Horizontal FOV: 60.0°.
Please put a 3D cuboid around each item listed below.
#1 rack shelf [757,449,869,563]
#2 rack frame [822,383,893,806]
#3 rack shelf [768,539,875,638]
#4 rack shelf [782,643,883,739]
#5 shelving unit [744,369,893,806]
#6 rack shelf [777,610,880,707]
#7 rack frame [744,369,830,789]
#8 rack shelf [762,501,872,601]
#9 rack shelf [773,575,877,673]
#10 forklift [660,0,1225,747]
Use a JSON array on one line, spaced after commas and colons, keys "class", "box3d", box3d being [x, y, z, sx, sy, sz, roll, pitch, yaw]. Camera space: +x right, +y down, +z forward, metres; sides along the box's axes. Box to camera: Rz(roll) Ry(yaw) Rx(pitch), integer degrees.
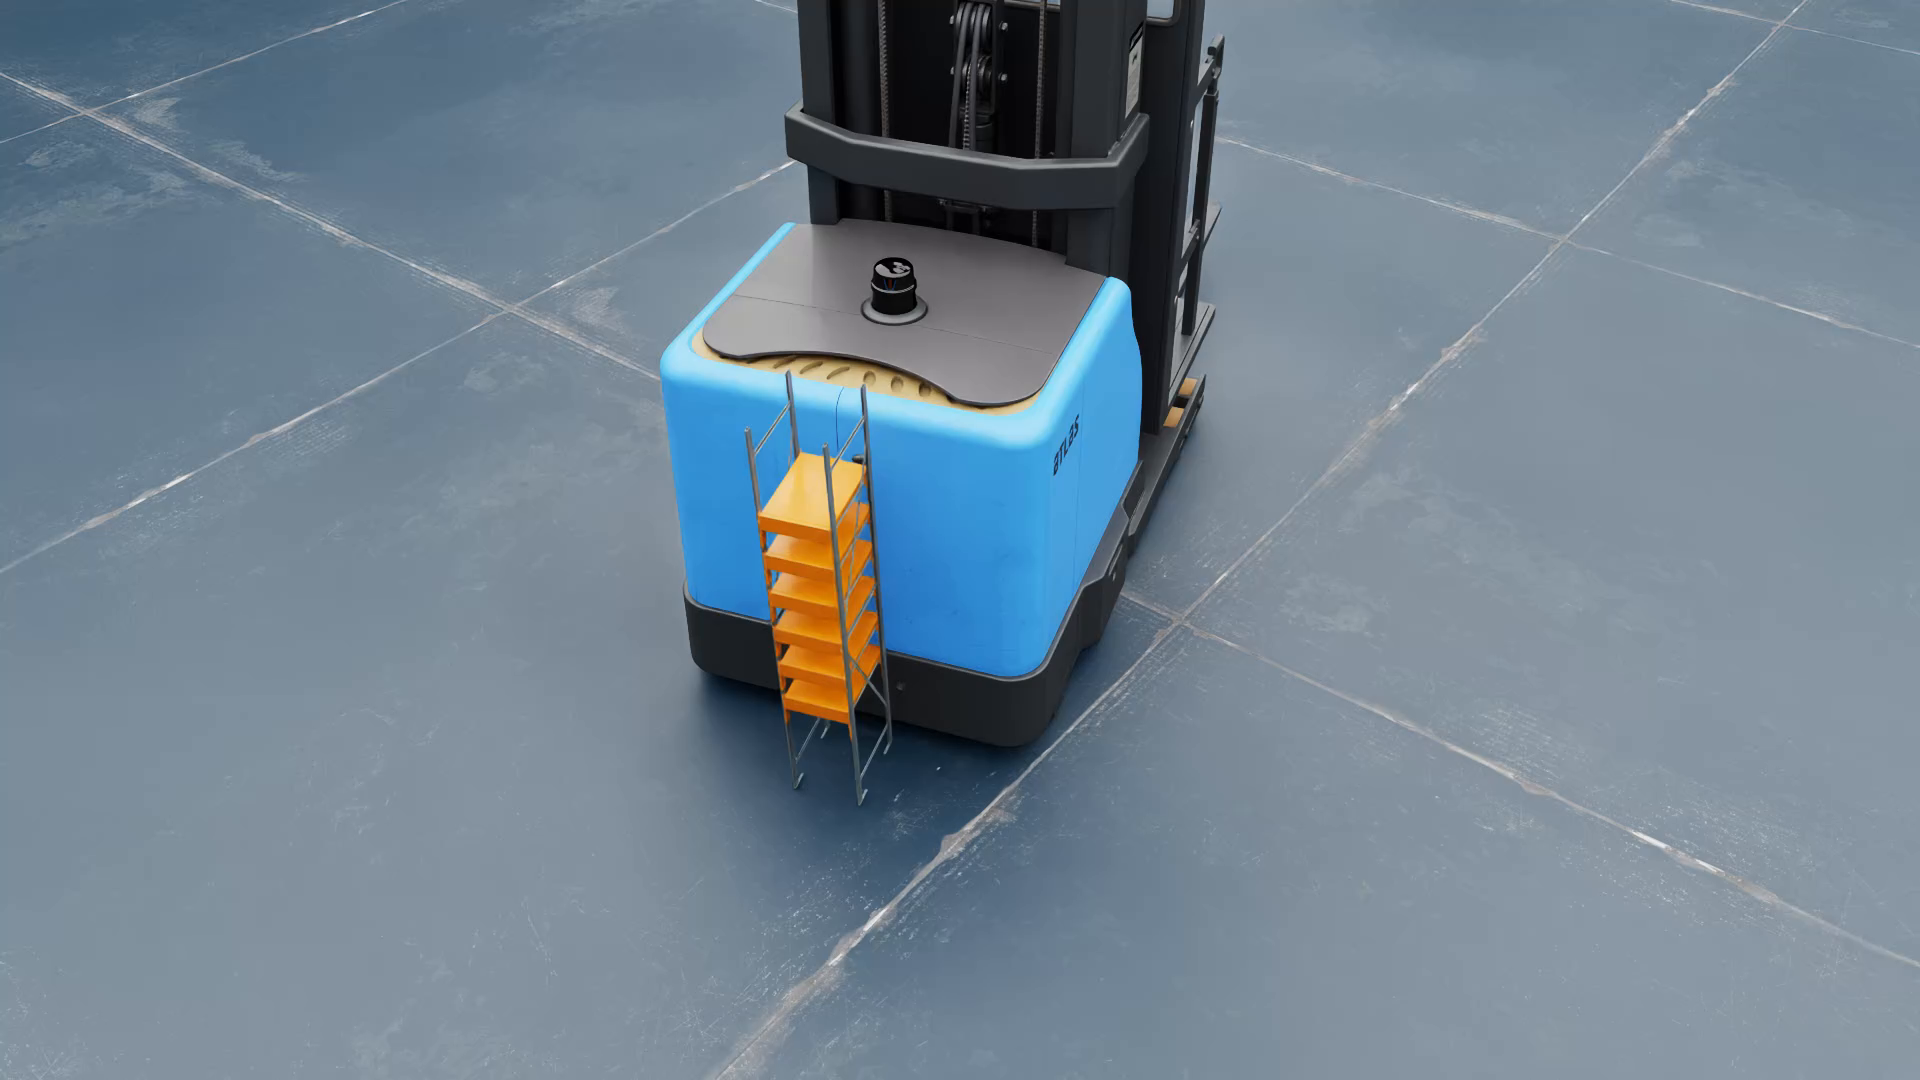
[{"class": "rack shelf", "box3d": [-0.333, -0.081, 3.856, 0.180, 0.103, 0.258, 12, 43, 15]}, {"class": "rack frame", "box3d": [-0.239, 0.173, 4.042, 0.006, 1.200, 0.240, 12, 43, 15]}, {"class": "rack shelf", "box3d": [-0.327, 0.098, 4.016, 0.180, 0.103, 0.258, 12, 43, 15]}, {"class": "rack shelf", "box3d": [-0.319, 0.367, 4.255, 0.180, 0.103, 0.258, 12, 43, 15]}, {"class": "shelving unit", "box3d": [-0.326, 0.155, 4.066, 0.189, 1.200, 0.258, 12, 43, 15]}, {"class": "rack shelf", "box3d": [-0.322, 0.277, 4.175, 0.180, 0.103, 0.258, 12, 43, 15]}, {"class": "rack frame", "box3d": [-0.412, 0.136, 4.089, 0.006, 1.200, 0.240, 12, 43, 15]}, {"class": "rack shelf", "box3d": [-0.330, 0.009, 3.936, 0.180, 0.103, 0.258, 12, 43, 15]}, {"class": "rack shelf", "box3d": [-0.324, 0.188, 4.095, 0.180, 0.103, 0.258, 12, 43, 15]}, {"class": "forklift", "box3d": [0.209, -1.515, 4.808, 1.130, 2.935, 3.031, 12, 40, 15]}]
